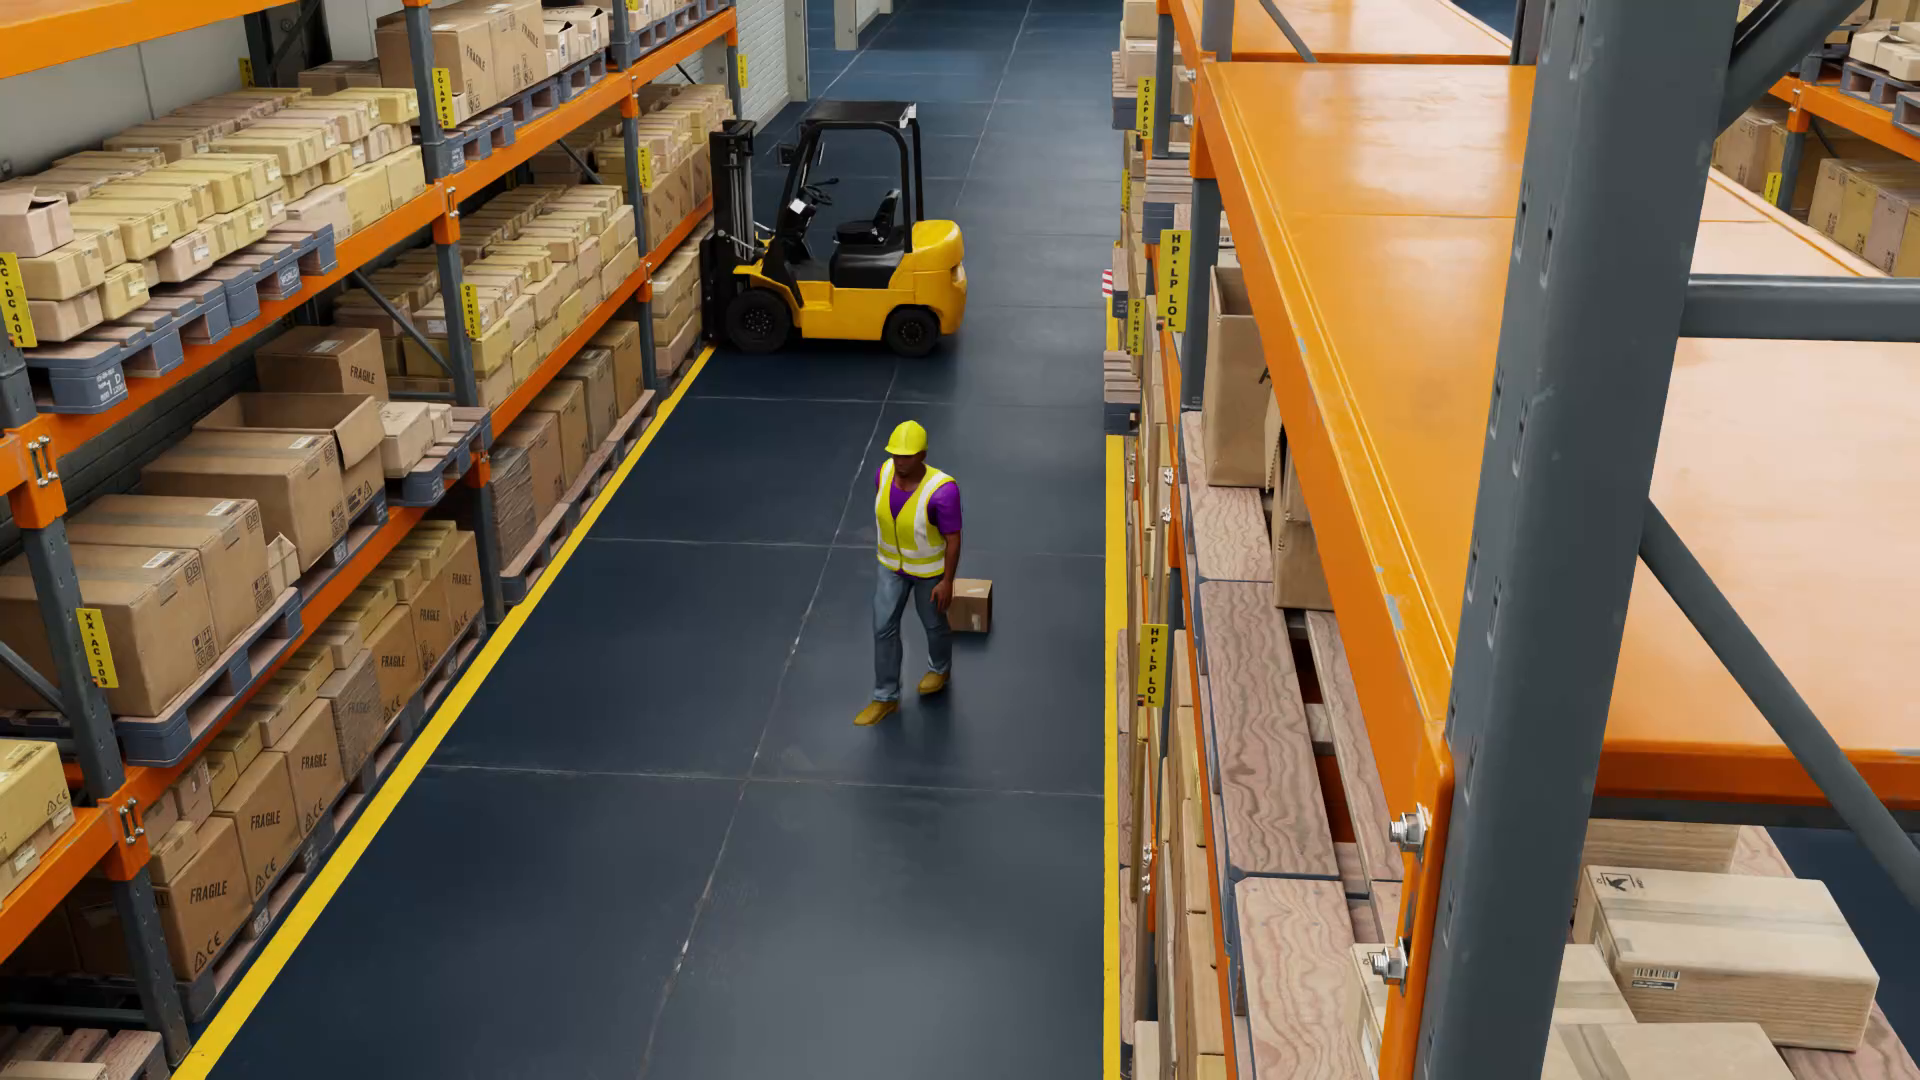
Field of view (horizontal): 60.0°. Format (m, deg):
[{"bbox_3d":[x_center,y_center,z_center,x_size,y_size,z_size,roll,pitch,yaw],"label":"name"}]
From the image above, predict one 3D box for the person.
[{"bbox_3d":[-0.251,0.160,9.243,0.605,1.776,0.737,12,27,24],"label":"person"}]
